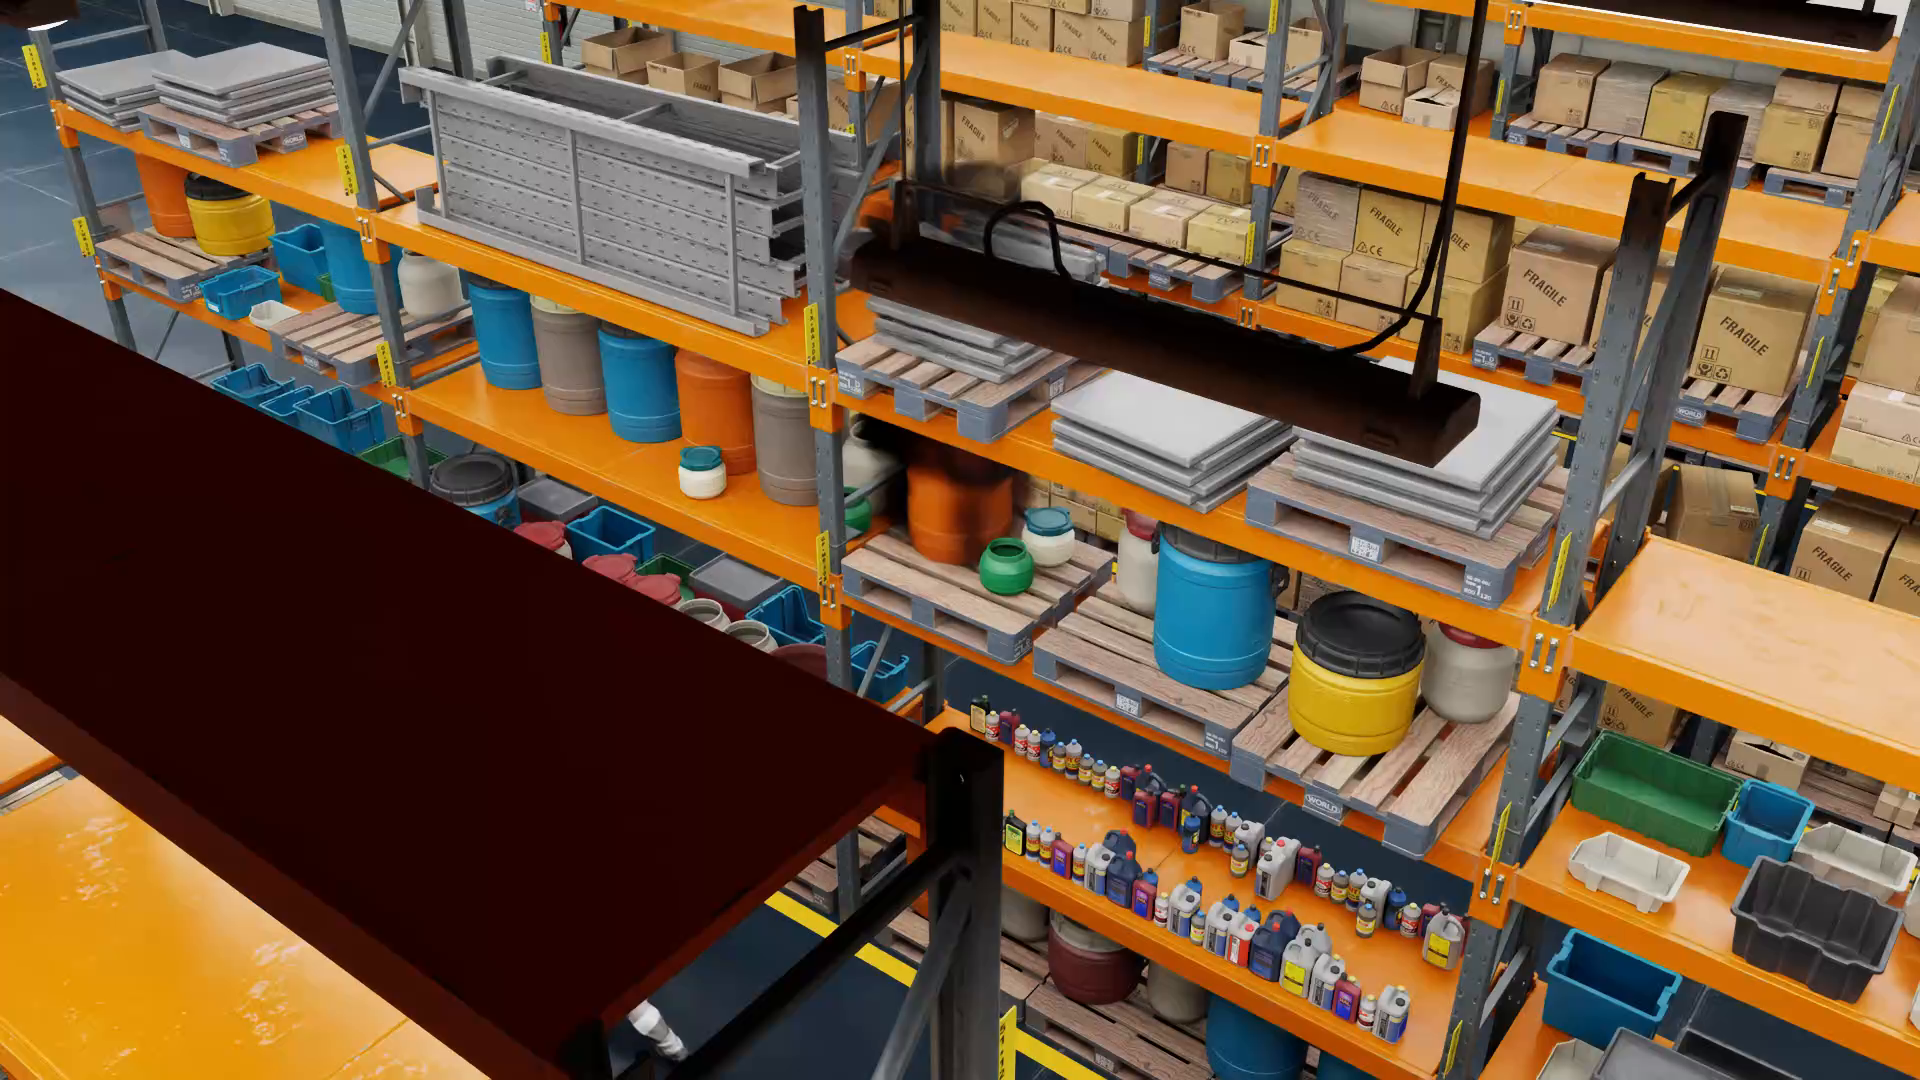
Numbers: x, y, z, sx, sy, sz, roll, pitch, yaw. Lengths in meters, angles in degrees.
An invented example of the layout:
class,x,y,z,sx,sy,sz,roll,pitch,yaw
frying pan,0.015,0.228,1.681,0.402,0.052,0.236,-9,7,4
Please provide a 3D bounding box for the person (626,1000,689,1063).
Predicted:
class,x,y,z,sx,sy,sz,roll,pitch,yaw
person,-2.118,2.386,9.841,1.114,1.610,0.672,23,38,32

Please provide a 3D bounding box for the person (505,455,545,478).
class,x,y,z,sx,sy,sz,roll,pitch,yaw
person,-4.033,-1.034,15.381,0.606,1.684,0.670,-6,32,-9
